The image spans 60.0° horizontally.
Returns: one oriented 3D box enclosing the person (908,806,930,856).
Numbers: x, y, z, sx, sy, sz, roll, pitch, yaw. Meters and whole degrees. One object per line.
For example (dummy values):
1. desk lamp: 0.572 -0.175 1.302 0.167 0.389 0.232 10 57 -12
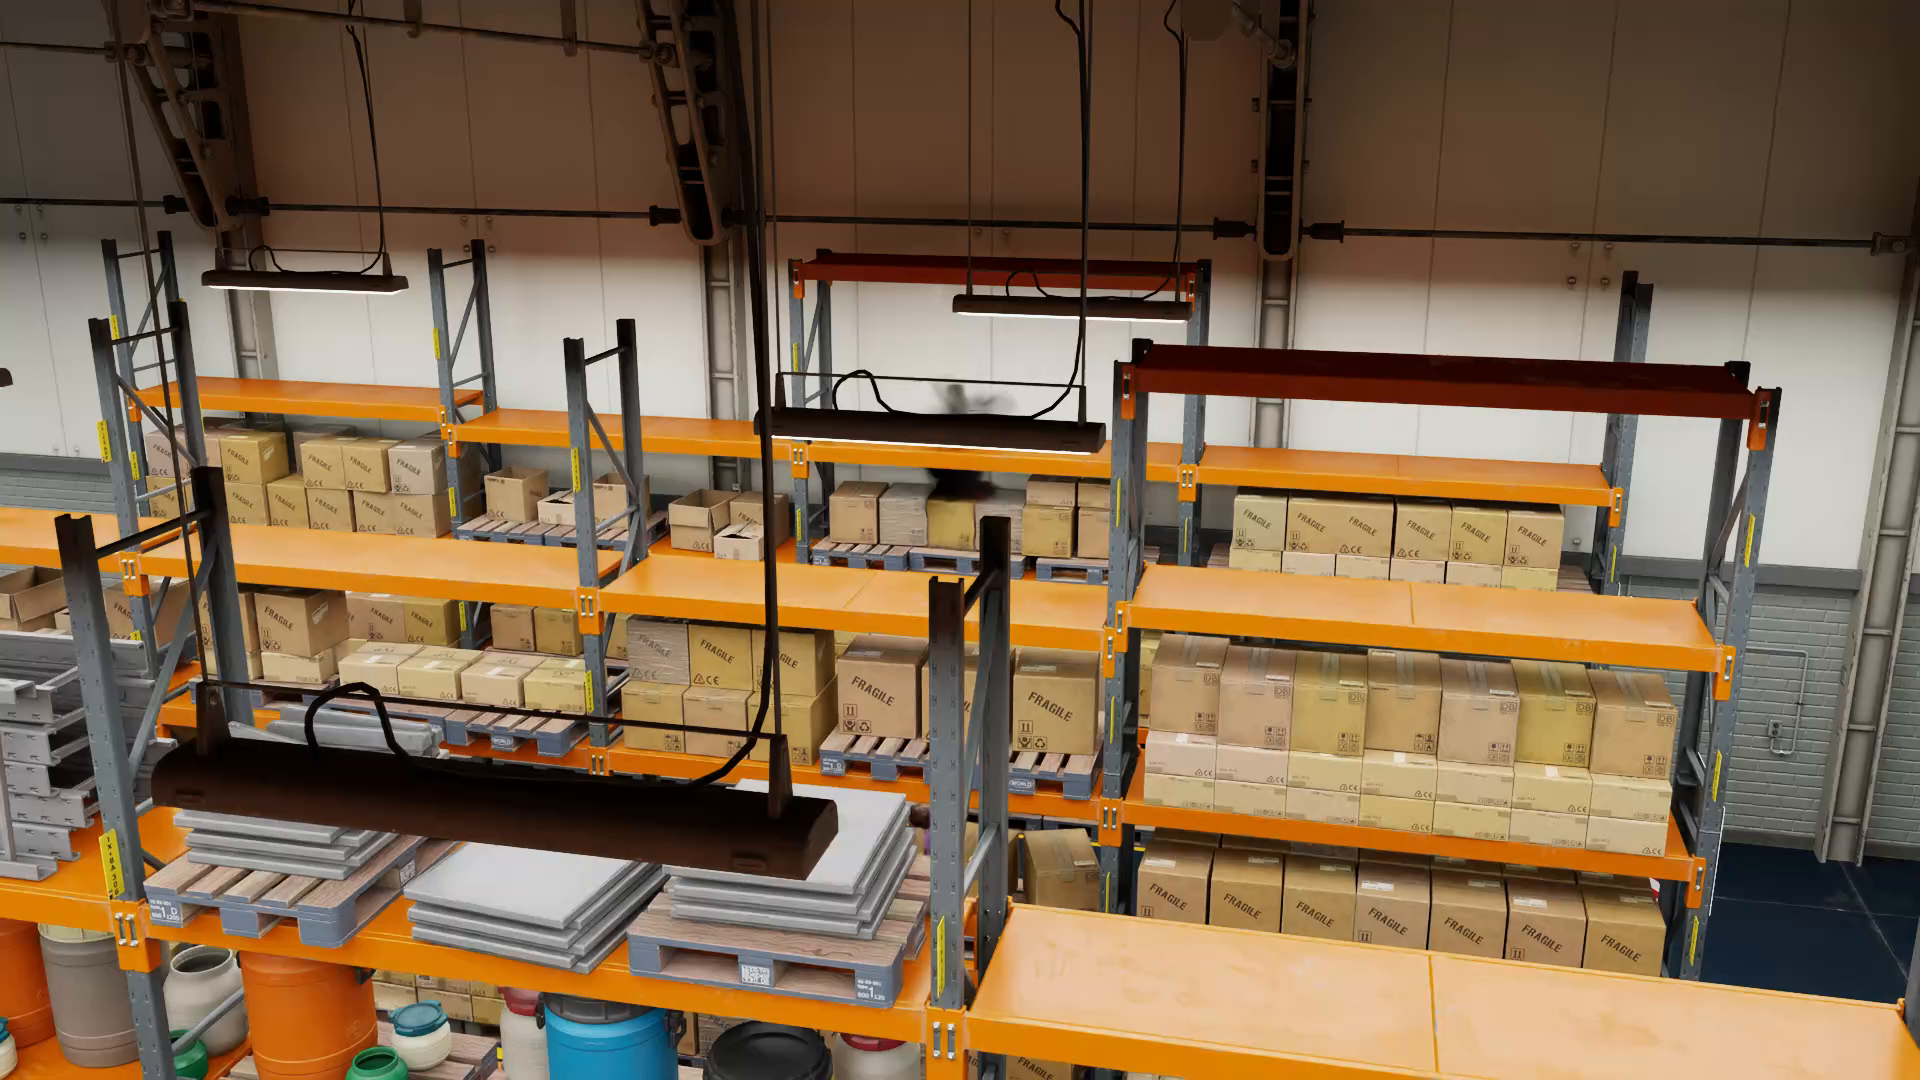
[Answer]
1. person: -0.424 3.096 14.969 0.552 1.560 0.527 3 17 12
